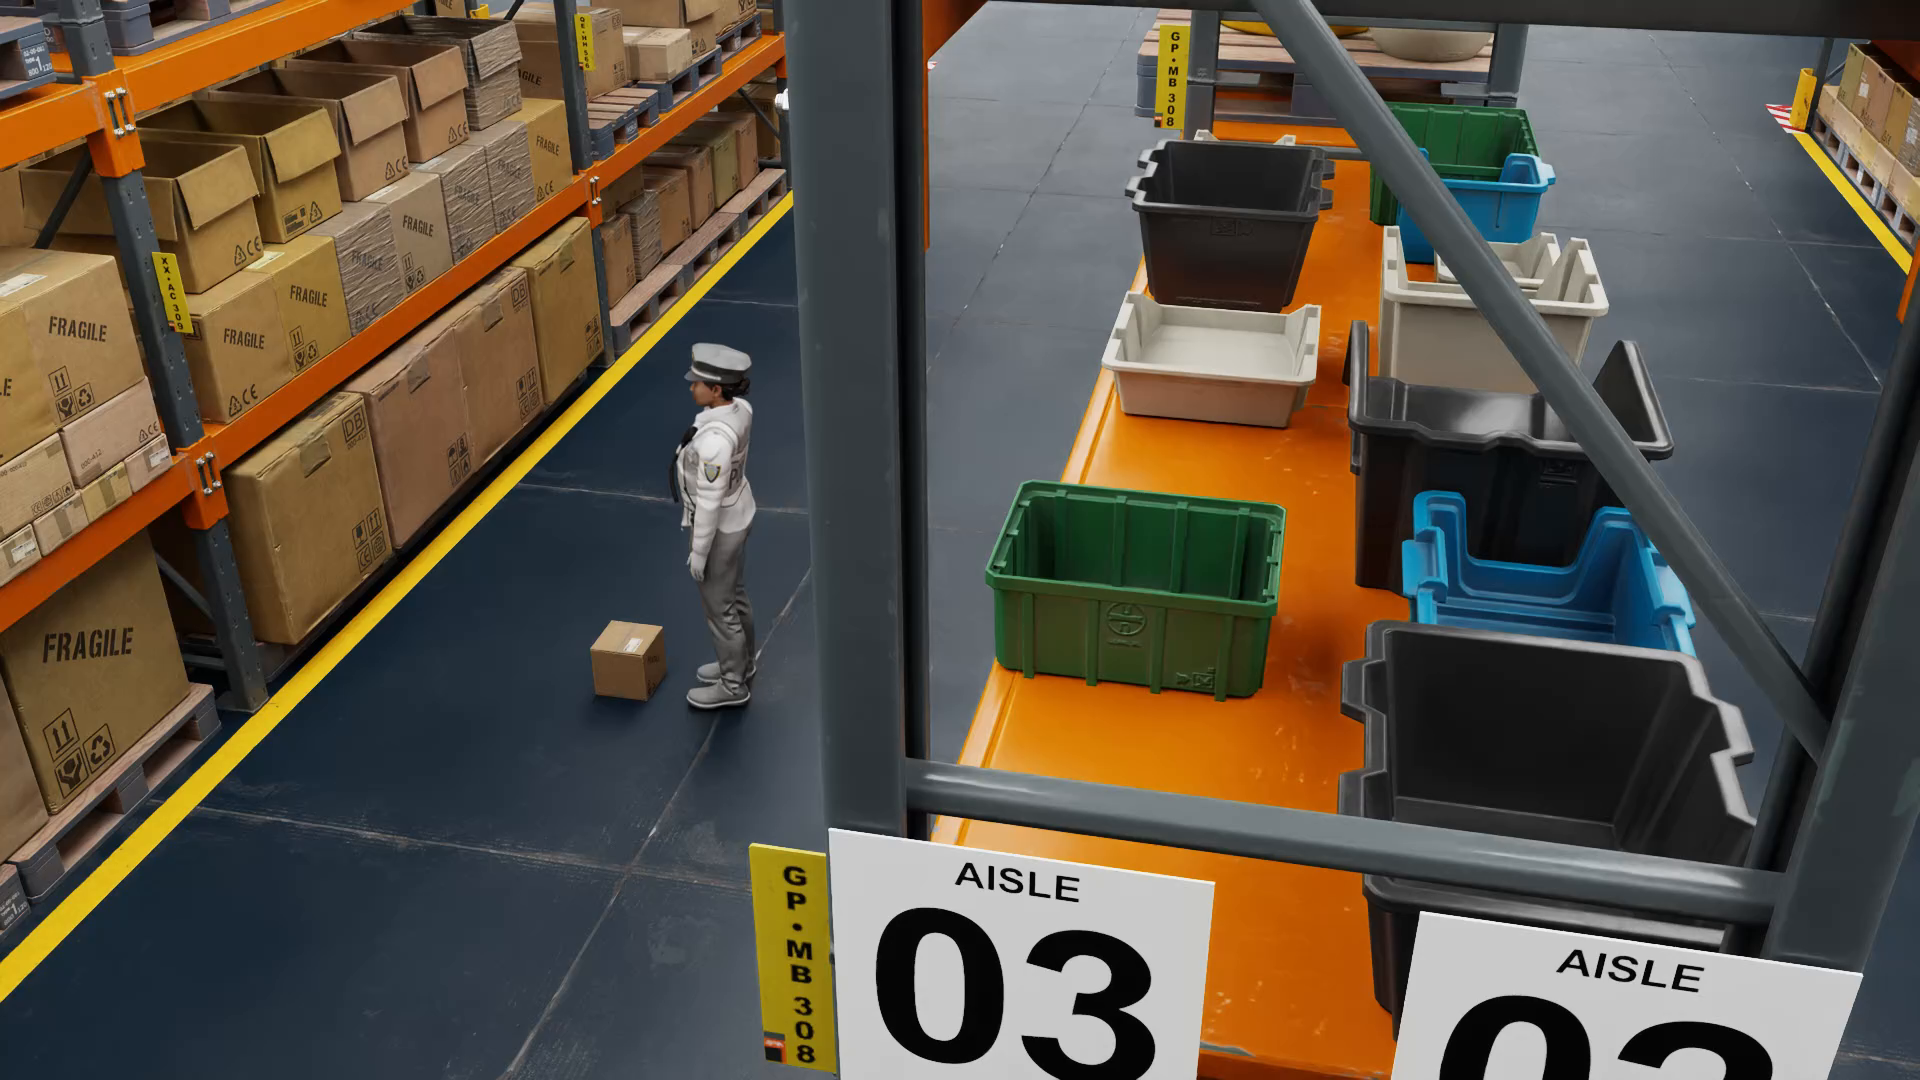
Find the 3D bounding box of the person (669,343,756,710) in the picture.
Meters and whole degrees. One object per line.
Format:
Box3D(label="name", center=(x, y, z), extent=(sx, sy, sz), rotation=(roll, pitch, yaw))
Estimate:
Box3D(label="person", center=(-1.044, -0.038, 7.143), extent=(0.384, 1.709, 0.490), rotation=(3, 29, 6))
